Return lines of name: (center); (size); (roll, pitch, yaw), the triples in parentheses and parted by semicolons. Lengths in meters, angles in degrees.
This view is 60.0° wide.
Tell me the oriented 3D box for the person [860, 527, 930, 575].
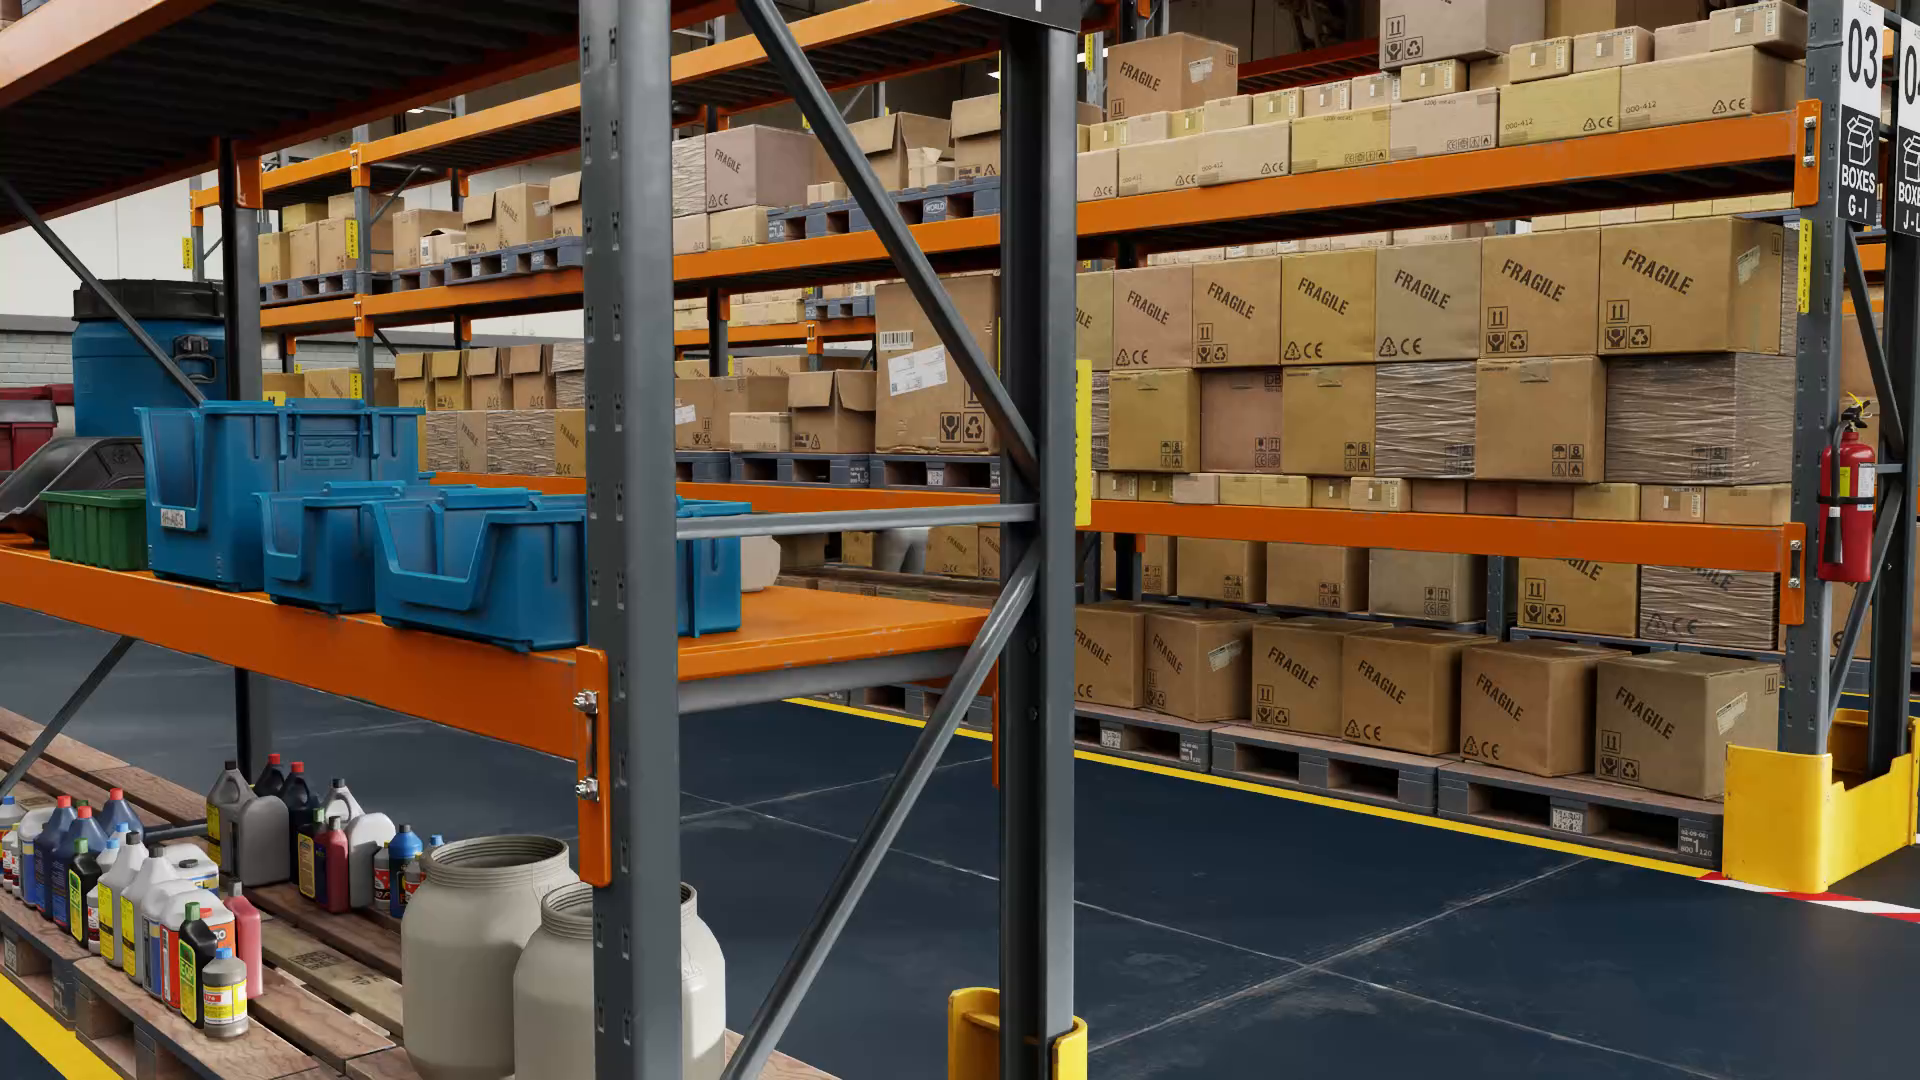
person: (-0.509, -0.060, 12.511); (0.494, 1.762, 0.566); (-4, 5, -43)
